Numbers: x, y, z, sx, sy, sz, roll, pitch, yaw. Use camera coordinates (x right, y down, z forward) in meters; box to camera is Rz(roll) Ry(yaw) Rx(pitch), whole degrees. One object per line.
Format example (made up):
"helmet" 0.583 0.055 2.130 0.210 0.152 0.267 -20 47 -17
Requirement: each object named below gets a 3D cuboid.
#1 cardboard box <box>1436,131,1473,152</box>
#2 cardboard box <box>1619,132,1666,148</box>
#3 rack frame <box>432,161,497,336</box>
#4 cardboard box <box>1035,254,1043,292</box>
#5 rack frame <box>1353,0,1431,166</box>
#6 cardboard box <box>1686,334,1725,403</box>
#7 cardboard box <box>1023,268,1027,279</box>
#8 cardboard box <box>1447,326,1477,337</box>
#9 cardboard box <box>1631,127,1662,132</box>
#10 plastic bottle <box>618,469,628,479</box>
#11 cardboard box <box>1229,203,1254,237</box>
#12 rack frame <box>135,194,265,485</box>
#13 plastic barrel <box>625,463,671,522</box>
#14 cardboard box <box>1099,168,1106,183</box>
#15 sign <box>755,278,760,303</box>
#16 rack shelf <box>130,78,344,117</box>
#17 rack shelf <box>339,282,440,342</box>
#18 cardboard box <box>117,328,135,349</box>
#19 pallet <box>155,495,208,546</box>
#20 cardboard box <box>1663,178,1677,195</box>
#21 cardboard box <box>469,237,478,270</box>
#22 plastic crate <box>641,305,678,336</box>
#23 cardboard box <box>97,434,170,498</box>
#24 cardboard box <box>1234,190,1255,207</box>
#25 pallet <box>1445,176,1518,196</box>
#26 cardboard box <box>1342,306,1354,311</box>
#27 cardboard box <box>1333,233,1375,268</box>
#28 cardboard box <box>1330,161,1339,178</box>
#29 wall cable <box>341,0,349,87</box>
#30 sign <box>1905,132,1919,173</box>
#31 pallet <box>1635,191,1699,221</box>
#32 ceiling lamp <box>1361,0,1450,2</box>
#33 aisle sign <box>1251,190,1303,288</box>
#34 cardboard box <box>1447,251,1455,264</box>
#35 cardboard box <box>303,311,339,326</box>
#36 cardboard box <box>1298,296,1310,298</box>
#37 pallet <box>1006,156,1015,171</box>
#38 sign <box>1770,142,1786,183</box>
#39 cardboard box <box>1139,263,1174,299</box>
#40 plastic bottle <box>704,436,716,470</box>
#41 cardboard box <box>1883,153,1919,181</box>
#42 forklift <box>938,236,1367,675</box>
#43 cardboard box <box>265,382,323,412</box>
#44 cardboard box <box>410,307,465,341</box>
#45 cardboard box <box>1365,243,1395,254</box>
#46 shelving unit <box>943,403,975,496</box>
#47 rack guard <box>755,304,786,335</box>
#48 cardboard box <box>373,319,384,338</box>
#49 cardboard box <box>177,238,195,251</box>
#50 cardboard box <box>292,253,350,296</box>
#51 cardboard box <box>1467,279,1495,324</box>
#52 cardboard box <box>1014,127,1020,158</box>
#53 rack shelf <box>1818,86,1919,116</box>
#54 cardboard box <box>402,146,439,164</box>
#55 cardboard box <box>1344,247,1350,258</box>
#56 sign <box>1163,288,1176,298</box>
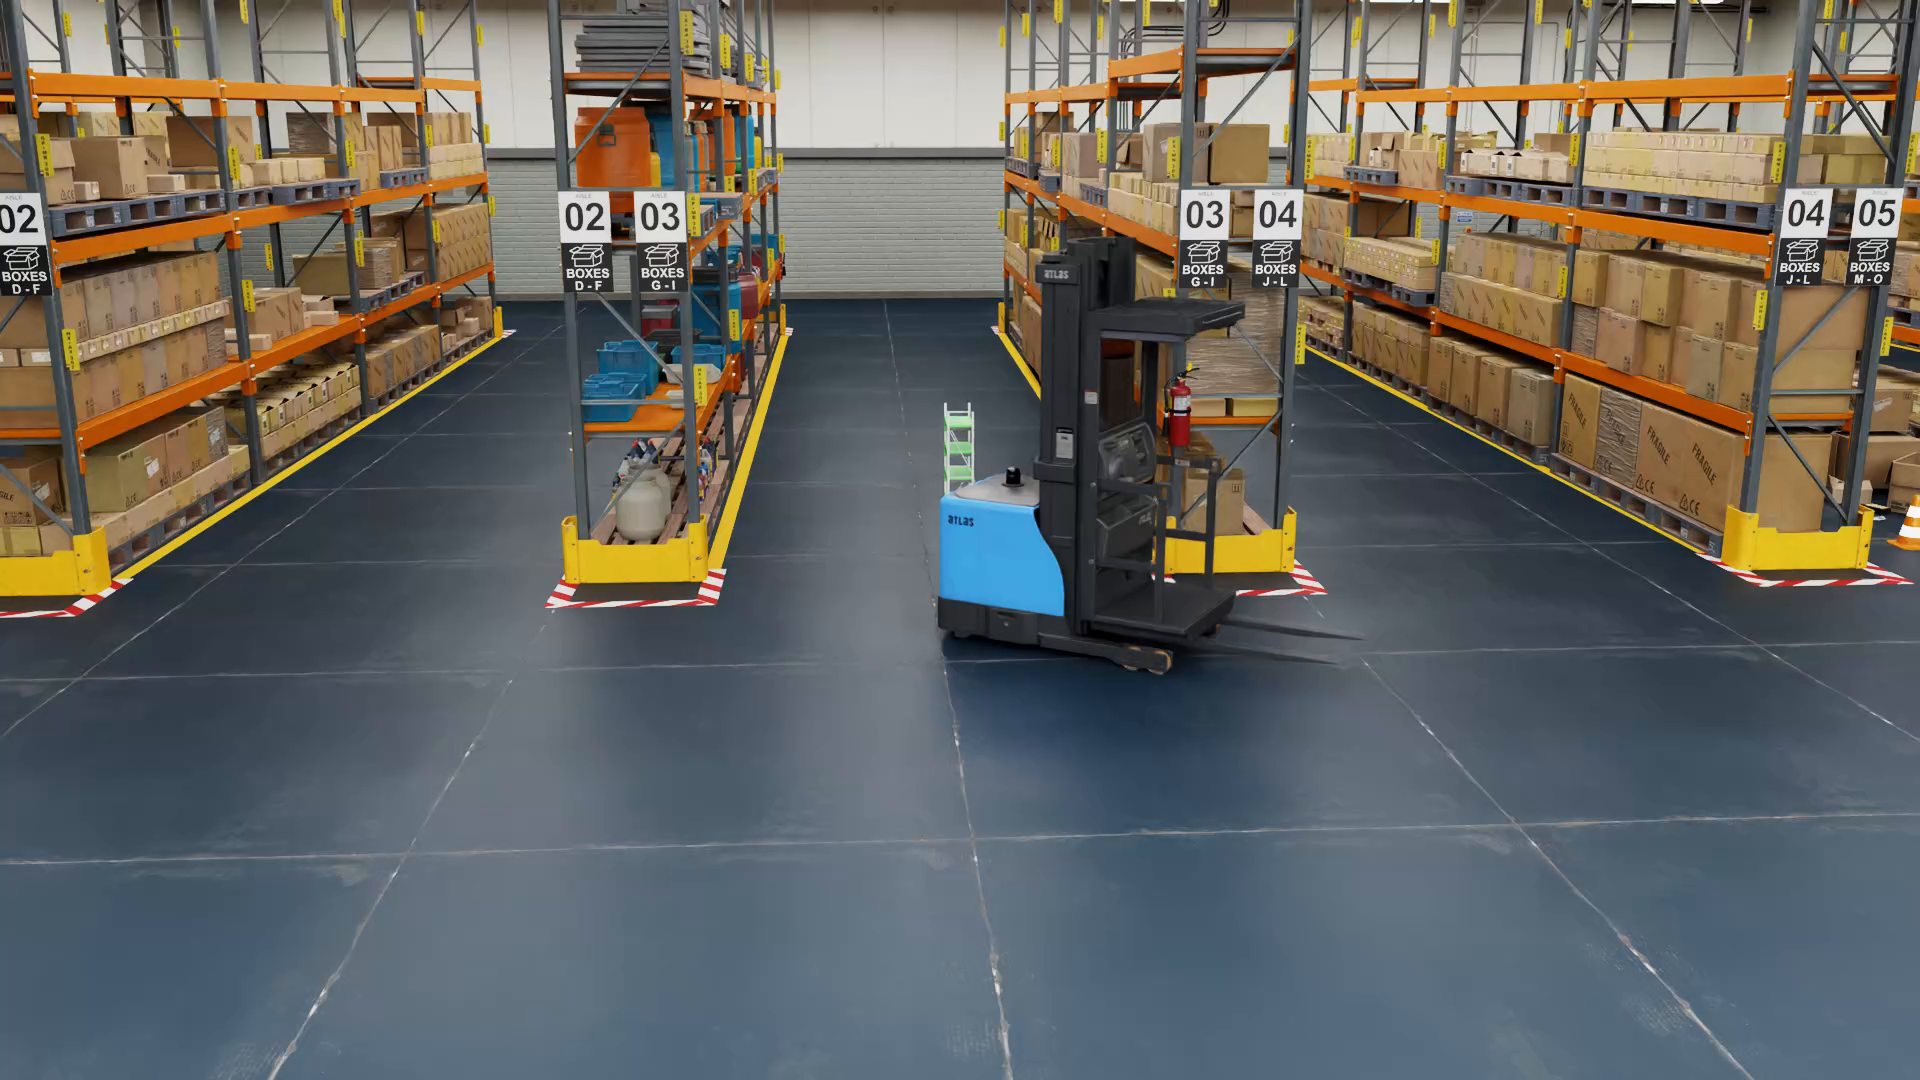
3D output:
"cardboard box" 6.451 -5.207 21.709 0.396 0.266 0.258 -1 14 -3
"cardboard box" 6.715 -3.927 16.334 0.380 0.149 0.250 -1 14 -4
"rack frame" -8.605 -5.024 28.758 1.000 3.000 0.127 -1 14 -3
"cardboard box" 1.372 -3.862 24.040 0.500 0.500 0.500 -1 14 -5
"rack frame" 6.487 -7.138 24.934 1.000 3.000 0.127 -1 14 -3
"cardboard box" 7.107 -1.549 14.950 0.875 0.550 0.550 -1 14 -3
"cardboard box" 1.185 -4.131 25.788 0.380 0.149 0.250 -1 14 -3
"cardboard box" 6.934 -2.769 22.662 0.500 0.250 0.500 -2 15 -6
"cardboard box" 11.306 -6.424 26.927 0.797 0.503 0.637 0 14 1
"plastic bottle" -3.209 -0.528 15.864 0.152 0.276 0.135 -1 14 -3
"cardboard box" 2.502 -2.701 14.009 0.500 0.250 0.500 0 14 -2
"rack frame" -7.861 -2.040 17.159 1.000 3.000 0.127 -1 14 -3
"plastic barrel" -2.817 -0.406 14.960 0.421 0.512 0.421 0 14 0
"cardboard box" 1.810 -4.200 19.159 0.380 0.166 0.250 -1 14 -5
"sign" -2.616 -3.200 21.338 0.100 0.325 0.005 -1 14 -3
"rack shelf" -7.985 -4.901 18.484 1.077 0.370 4.000 -1 14 -3
"rack shelf" -8.233 -3.184 23.048 1.077 0.370 4.000 -1 14 -3
"cardboard box" -7.488 -1.765 14.589 0.380 0.149 0.250 -1 14 -5
"pallet" -7.775 -0.187 15.553 1.003 0.211 1.213 -1 14 -3
"cardboard box" 6.778 -3.288 15.451 0.380 0.149 0.250 -1 14 -3
"cardboard box" -8.244 -4.712 27.345 0.500 0.500 0.500 -1 14 -3
"plastic crate" -3.253 -2.262 17.894 0.402 0.464 0.583 -1 14 -3
"cardboard box" -7.501 -0.665 14.986 0.500 0.500 0.500 -1 14 -3
"cardboard box" 2.488 -2.842 13.758 0.380 0.149 0.250 -1 14 -4
"pallet" 6.828 -4.440 20.846 1.213 0.211 1.003 0 14 -1
"cardboard box" 6.601 -3.822 27.768 0.380 0.149 0.250 -1 14 -3
"cardboard box" 6.175 -4.541 26.083 0.500 0.500 0.500 -1 14 -3
"cardboard box" 6.168 -5.855 26.268 0.500 0.250 0.500 -1 14 -4
"wall cable" -10.842 -10.248 33.118 3.097 2.526 0.112 -1 14 -3
"sign" 7.785 -3.170 13.618 0.100 0.325 0.005 -1 14 -3
"pallet" 7.096 -3.147 15.619 1.003 0.211 1.213 -1 14 -3
"ceiling lamp" 8.588 -11.692 30.917 2.000 3.185 0.800 -1 14 -3
"aisle sign" 2.577 -2.445 13.517 0.394 0.787 0.004 -1 14 -3
"cardboard box" 6.870 -3.854 22.676 0.380 0.149 0.250 -1 14 -4
"cardboard box" -7.778 -2.694 20.203 0.380 0.149 0.250 -1 14 -3
"cardboard box" 5.933 -4.203 29.250 0.380 0.149 0.250 -2 15 -6
"pallet" 1.339 -6.402 28.269 1.003 0.211 1.213 -1 14 -3
"sign" 6.688 -3.087 13.590 0.100 0.325 0.005 -1 14 -3
"cardboard box" 1.928 -2.255 15.192 0.500 0.500 0.500 -1 14 -3
"plastic bottle" -2.590 -0.890 17.122 0.144 0.351 0.185 -1 14 -5
"cardboard box" 11.718 -4.605 20.907 0.700 0.500 0.500 -1 14 -3
"forklift" 1.380 -0.629 11.814 3.031 2.935 1.130 8 16 28
"cardboard box" -7.735 -1.672 19.279 0.500 0.311 0.500 0 14 -2
"cardboard box" -8.478 -3.501 26.963 0.797 0.503 0.637 -1 14 -3
"cardboard box" 6.119 -4.239 24.173 0.380 0.149 0.250 -1 14 -4
"shelving unit" -0.010 -0.622 15.260 0.258 1.200 0.503 -1 14 -3
"rack guard" -3.675 -3.895 29.385 1.175 0.500 0.348 -1 14 -3
"cardboard box" -8.508 -3.022 23.606 0.500 0.250 0.500 -1 14 -3
"cardboard box" -13.507 -4.965 27.927 0.980 0.700 0.700 0 14 -1
"cardboard box" -8.261 -3.441 21.562 0.700 0.500 0.500 -6 16 -22
"cardboard box" 6.559 -2.919 20.374 0.500 0.500 0.500 -1 14 -3
"cardboard box" 1.283 -6.659 27.847 0.700 0.500 0.500 -1 14 -5
"rack shelf" 11.793 -5.206 19.669 1.077 0.370 4.000 -1 14 -3
"cardboard box" -8.139 -5.776 24.959 0.500 0.250 0.500 -1 14 -3
"cardboard box" 6.053 -4.354 25.216 0.380 0.149 0.250 -1 14 -3
"sign" 1.719 -1.907 13.685 0.100 0.325 0.005 -1 14 -3
